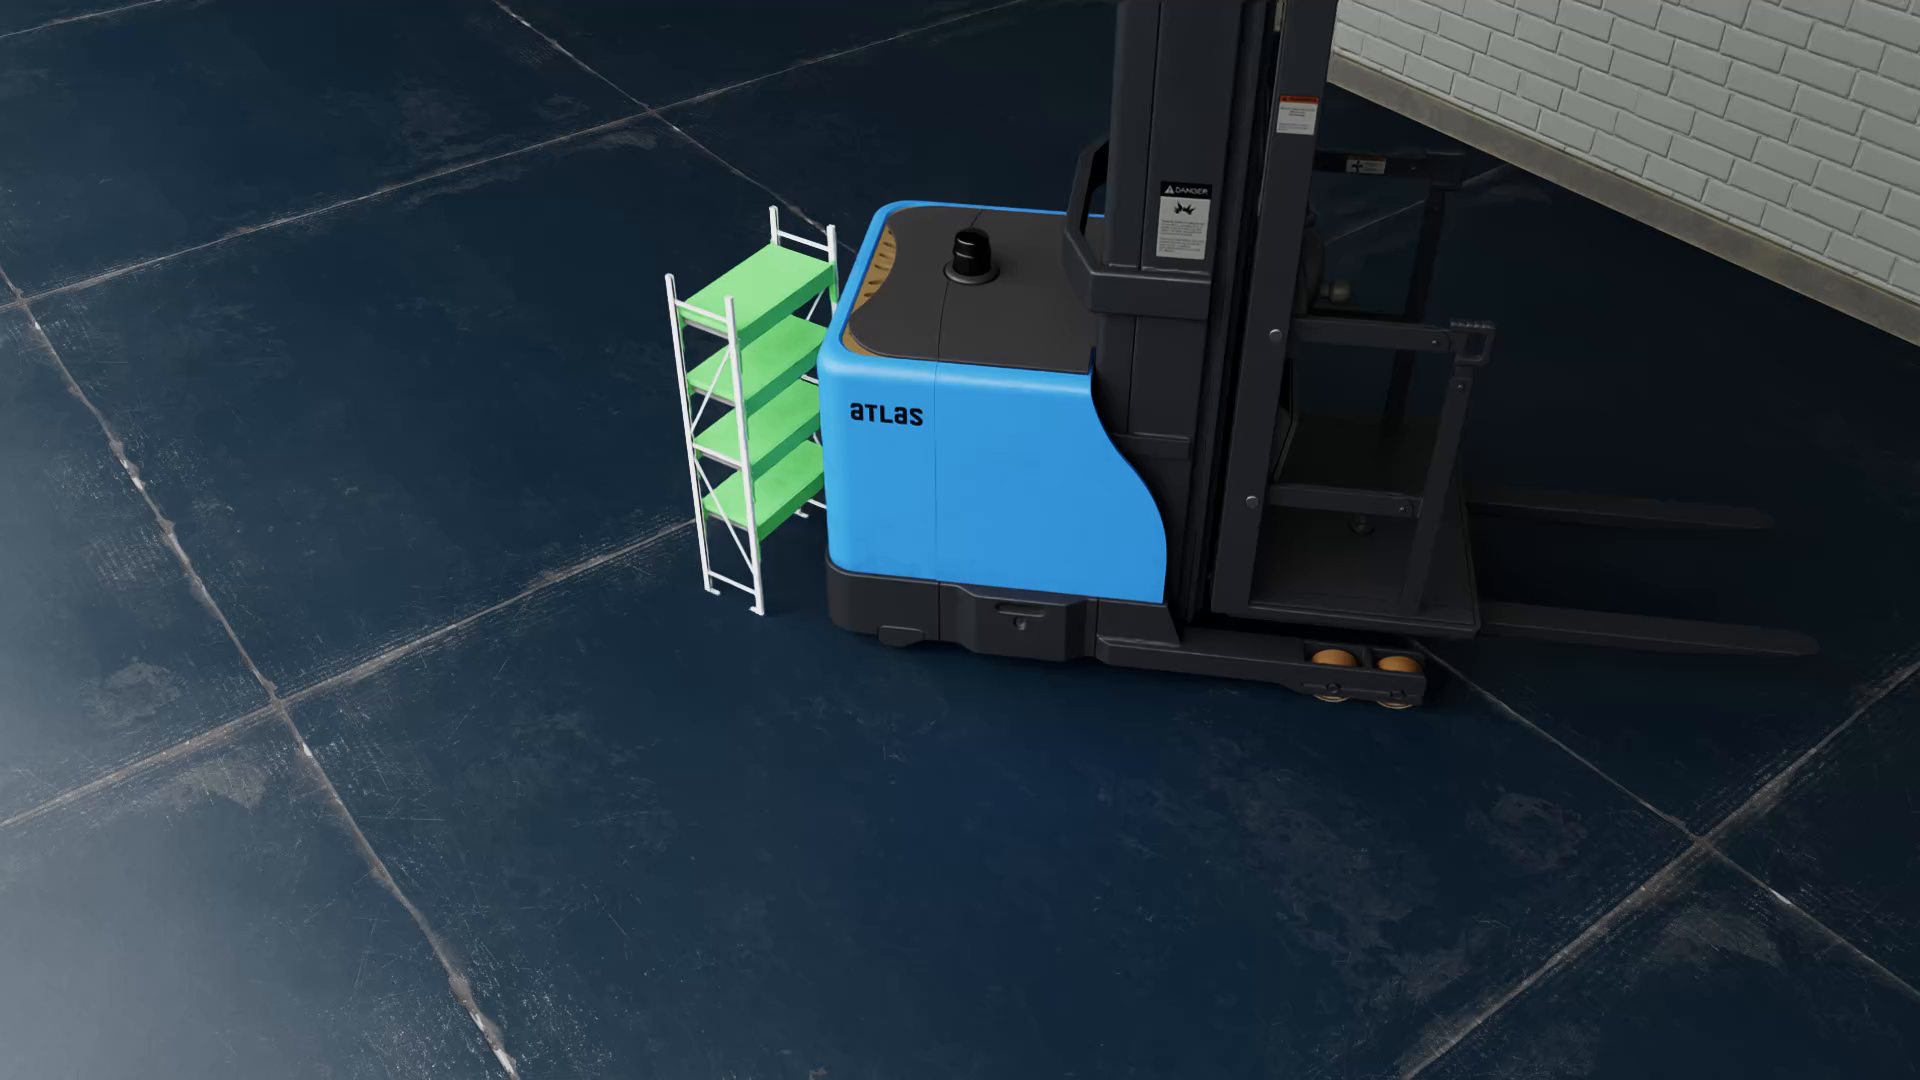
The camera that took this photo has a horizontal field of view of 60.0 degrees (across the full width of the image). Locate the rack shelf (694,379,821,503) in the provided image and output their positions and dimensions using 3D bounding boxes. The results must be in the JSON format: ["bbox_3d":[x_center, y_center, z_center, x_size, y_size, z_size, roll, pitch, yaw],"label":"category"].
[{"bbox_3d":[-0.612,-0.340,5.320,0.258,0.148,0.480,22,44,25],"label":"rack shelf"}]

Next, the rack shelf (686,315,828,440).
[{"bbox_3d":[-0.612,-0.526,5.167,0.258,0.148,0.480,22,44,25],"label":"rack shelf"}]

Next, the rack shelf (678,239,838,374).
[{"bbox_3d":[-0.612,-0.711,5.015,0.258,0.148,0.480,22,44,25],"label":"rack shelf"}]

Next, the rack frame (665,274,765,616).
[{"bbox_3d":[-0.744,-0.260,5.120,0.240,1.200,0.015,22,44,25],"label":"rack frame"}]

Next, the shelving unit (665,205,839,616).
[{"bbox_3d":[-0.612,-0.390,5.279,0.258,1.200,0.503,22,44,25],"label":"shelving unit"}]

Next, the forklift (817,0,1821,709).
[{"bbox_3d":[1.139,-0.977,4.630,3.031,2.935,1.130,6,40,7],"label":"forklift"}]

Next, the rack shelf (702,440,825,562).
[{"bbox_3d":[-0.612,-0.155,5.472,0.258,0.148,0.480,22,44,25],"label":"rack shelf"}]

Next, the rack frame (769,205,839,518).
[{"bbox_3d":[-0.480,-0.520,5.438,0.240,1.200,0.015,22,44,25],"label":"rack frame"}]
